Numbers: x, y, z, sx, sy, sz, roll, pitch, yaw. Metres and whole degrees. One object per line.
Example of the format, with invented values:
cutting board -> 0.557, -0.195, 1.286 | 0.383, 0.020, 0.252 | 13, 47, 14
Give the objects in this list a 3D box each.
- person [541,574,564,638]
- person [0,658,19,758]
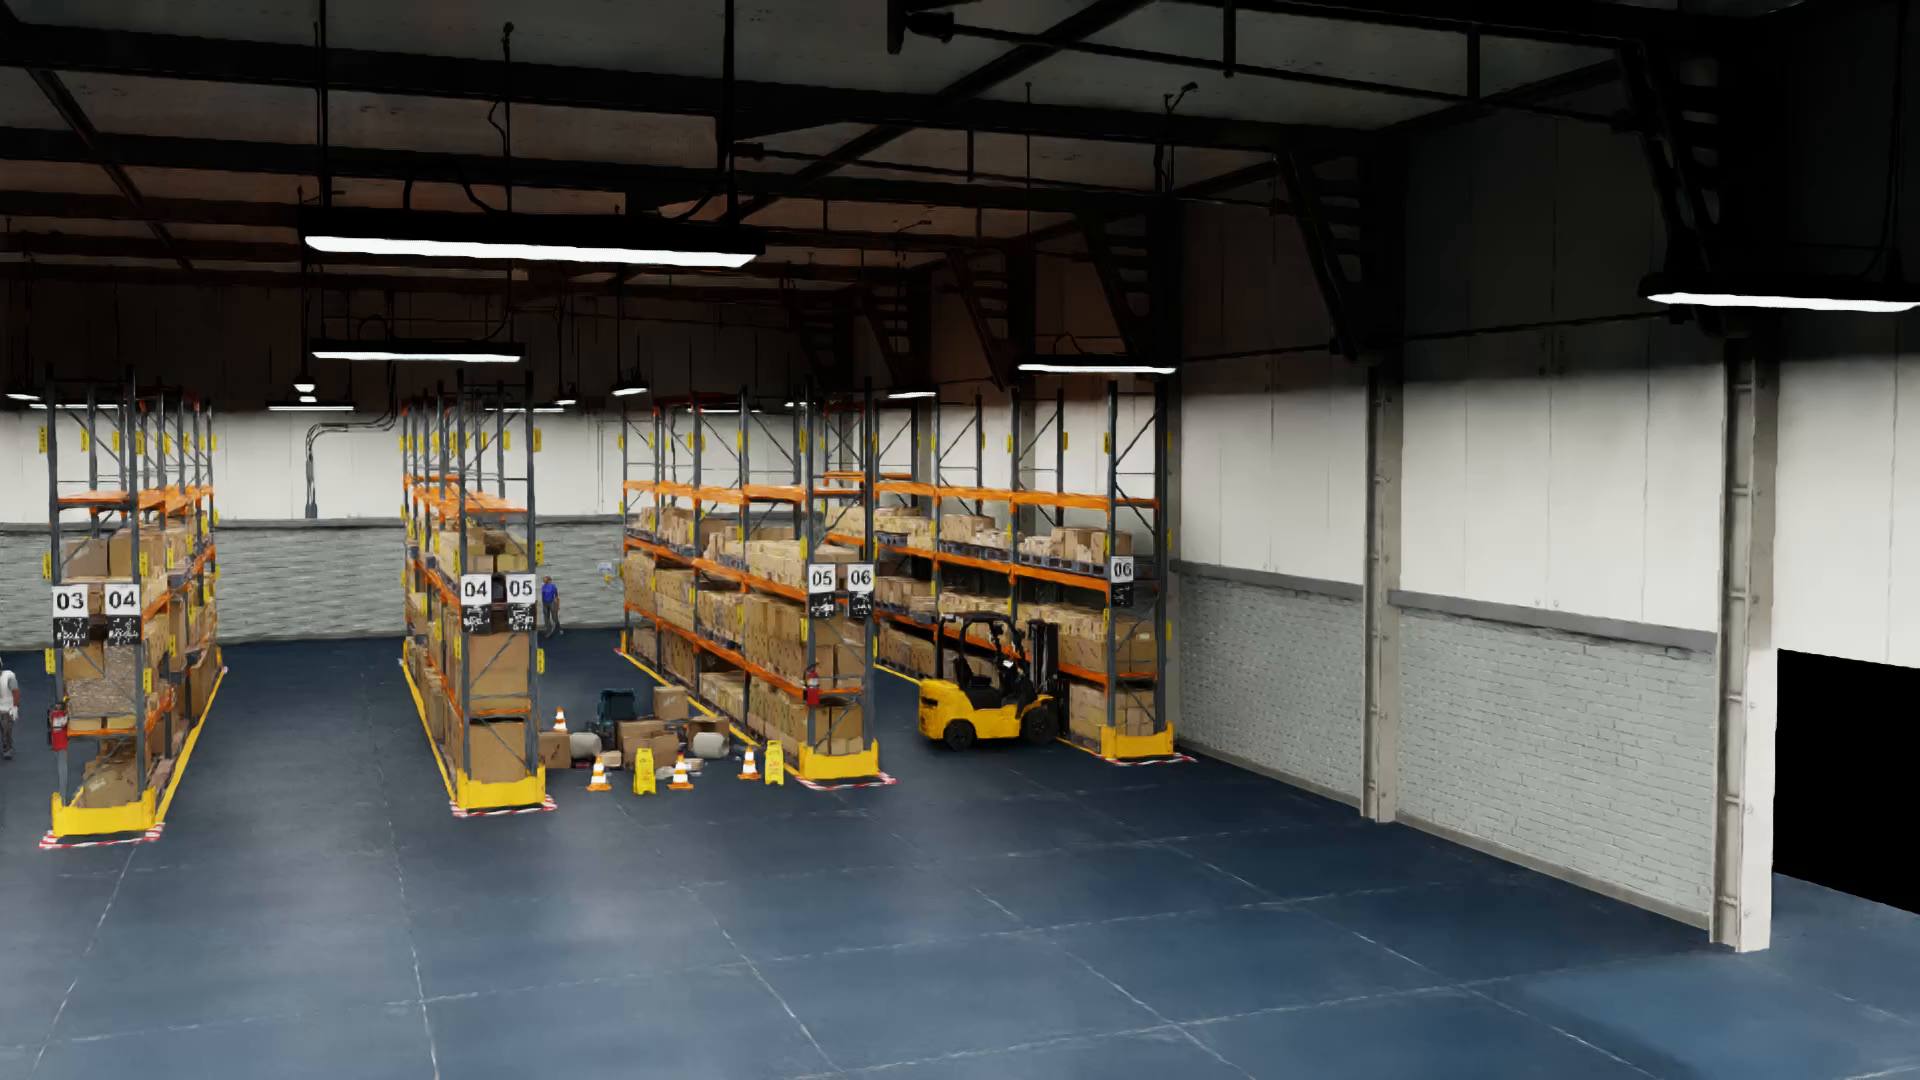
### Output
person -> -10.519, 1.679, 42.882 | 0.517, 1.644, 0.496 | 1, 3, 16
person -> -14.940, 2.626, 25.838 | 0.579, 1.732, 1.035 | -1, 4, -22
